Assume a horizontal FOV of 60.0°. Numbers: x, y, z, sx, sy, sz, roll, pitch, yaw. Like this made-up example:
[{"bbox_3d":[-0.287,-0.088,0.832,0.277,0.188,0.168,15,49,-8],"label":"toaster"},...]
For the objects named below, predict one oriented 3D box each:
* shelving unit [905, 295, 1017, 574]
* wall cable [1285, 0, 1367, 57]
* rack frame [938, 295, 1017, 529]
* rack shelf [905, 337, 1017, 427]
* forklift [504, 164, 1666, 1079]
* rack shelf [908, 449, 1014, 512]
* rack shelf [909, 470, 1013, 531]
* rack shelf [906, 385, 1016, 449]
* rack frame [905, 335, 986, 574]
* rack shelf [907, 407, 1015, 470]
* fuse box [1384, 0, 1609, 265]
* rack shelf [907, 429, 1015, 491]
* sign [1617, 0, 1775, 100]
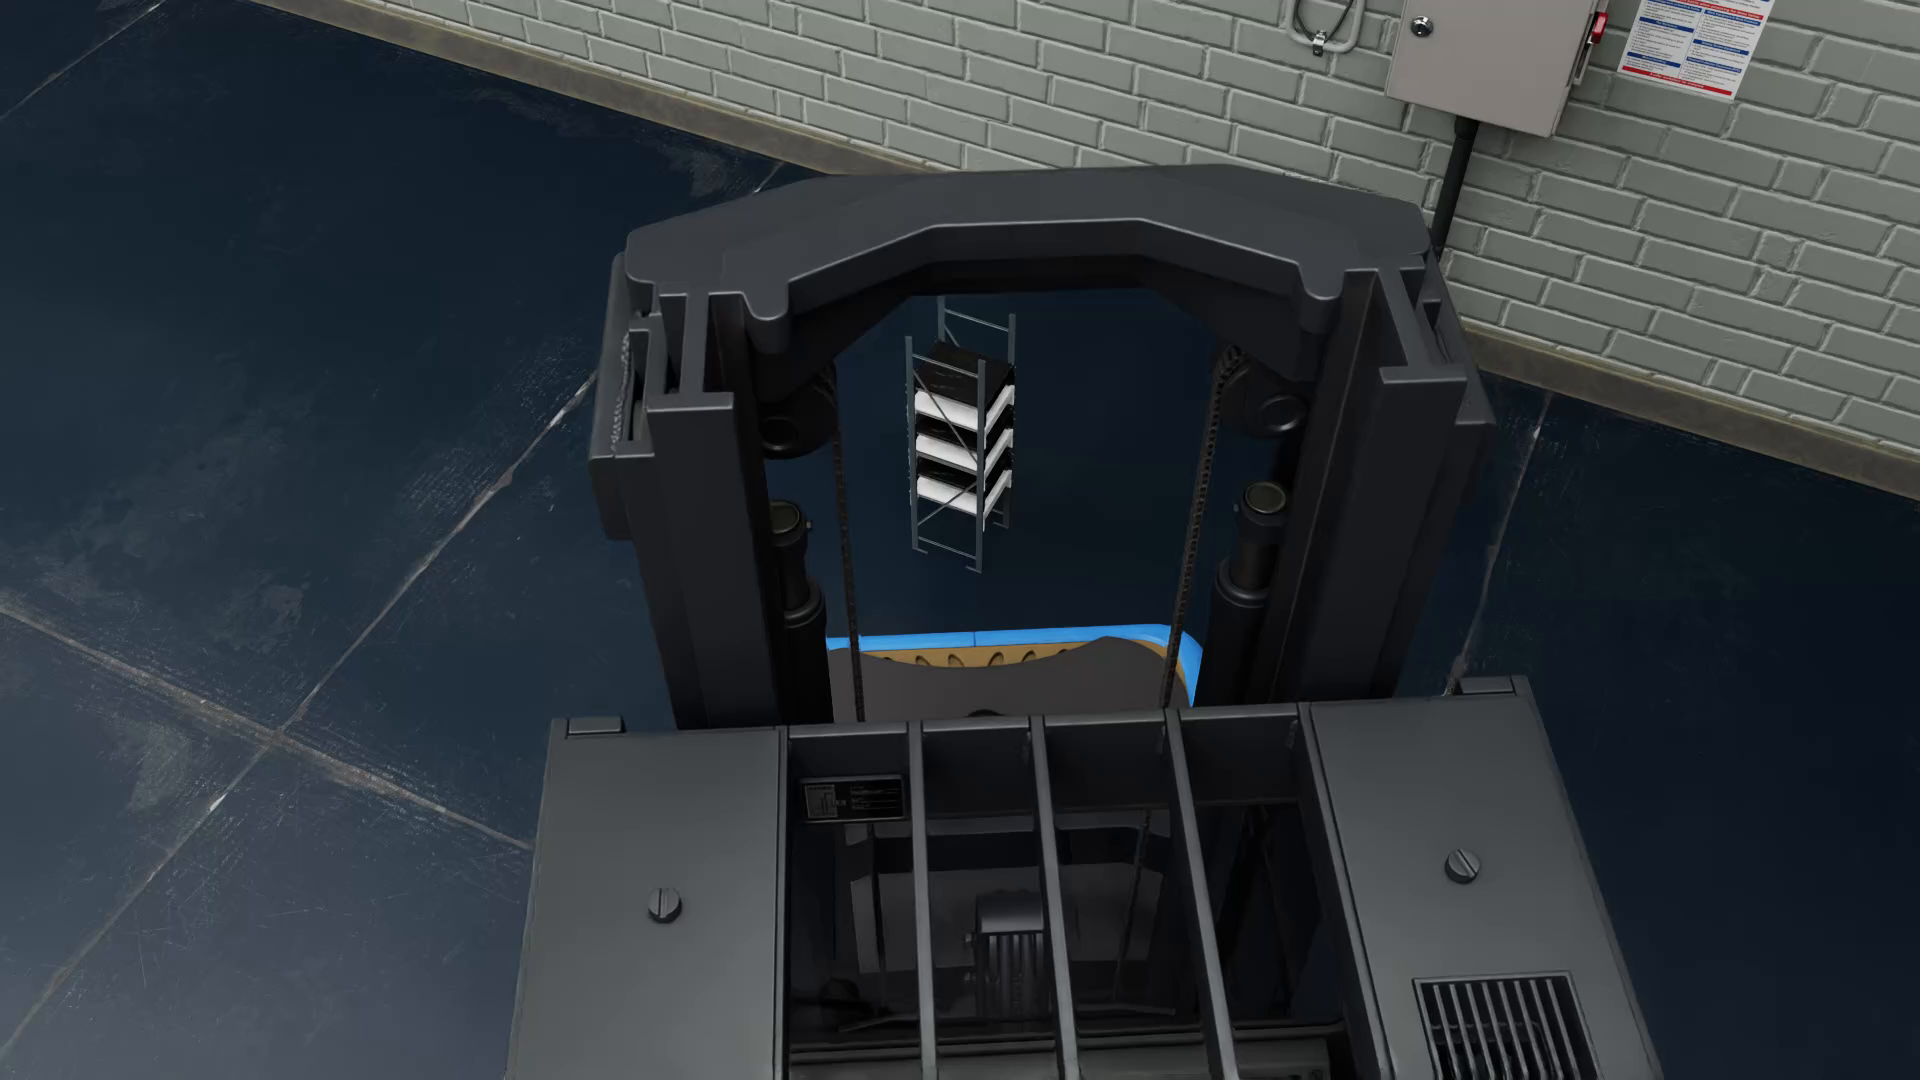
[{"bbox_3d":[0.003,-0.297,4.912,0.258,0.900,0.210,20,52,16],"label":"shelving unit"},{"bbox_3d":[0.967,-2.173,4.463,0.588,1.984,0.122,20,52,16],"label":"wall cable"},{"bbox_3d":[0.047,-0.367,4.972,0.240,0.900,0.006,20,52,16],"label":"rack frame"},{"bbox_3d":[0.003,-0.451,4.732,0.258,0.077,0.200,20,52,16],"label":"rack shelf"},{"bbox_3d":[0.110,1.071,2.414,1.130,2.935,3.031,-2,50,-2],"label":"forklift"},{"bbox_3d":[0.003,-0.217,5.006,0.258,0.077,0.200,20,52,16],"label":"rack shelf"},{"bbox_3d":[0.003,-0.159,5.075,0.258,0.077,0.200,20,52,16],"label":"rack shelf"},{"bbox_3d":[0.003,-0.392,4.800,0.258,0.077,0.200,20,52,16],"label":"rack shelf"},{"bbox_3d":[-0.040,-0.227,4.852,0.240,0.900,0.006,20,52,16],"label":"rack frame"},{"bbox_3d":[0.003,-0.334,4.869,0.258,0.077,0.200,20,52,16],"label":"rack shelf"},{"bbox_3d":[1.517,-1.096,5.059,0.539,1.711,0.414,20,52,16],"label":"fuse box"},{"bbox_3d":[0.003,-0.276,4.937,0.258,0.077,0.200,20,52,16],"label":"rack shelf"},{"bbox_3d":[2.052,-1.465,4.589,0.329,0.494,0.001,20,52,16],"label":"sign"}]
